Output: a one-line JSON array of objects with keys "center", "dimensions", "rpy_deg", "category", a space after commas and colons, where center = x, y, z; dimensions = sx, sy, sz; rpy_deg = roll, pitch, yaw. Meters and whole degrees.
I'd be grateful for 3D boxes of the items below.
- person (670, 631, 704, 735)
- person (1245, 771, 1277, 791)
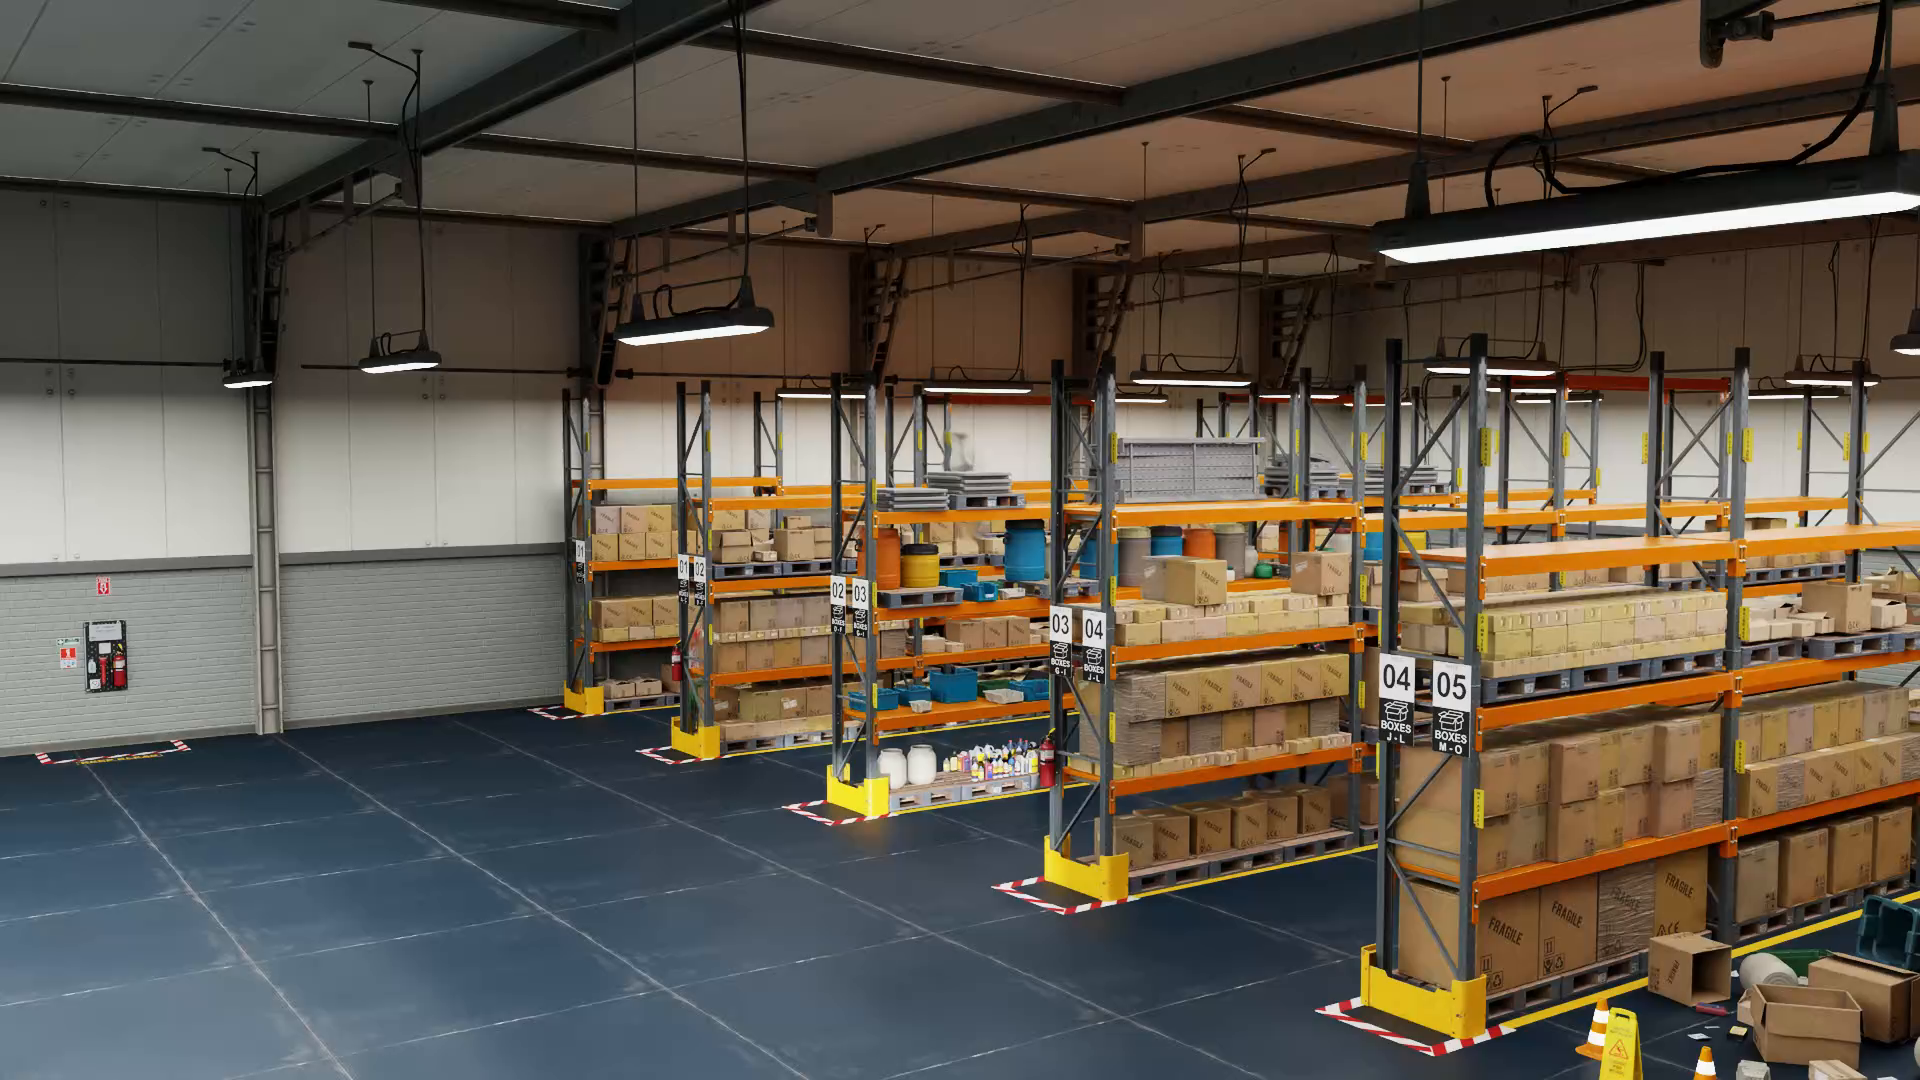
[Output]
[{"center": [-4.586, 2.437, 28.608], "dimensions": [0.699, 1.779, 0.876], "rpy_deg": [4, 5, 44], "category": "person"}, {"center": [4.216, 2.848, 23.570], "dimensions": [0.566, 1.603, 0.574], "rpy_deg": [-4, 5, -45], "category": "person"}]
